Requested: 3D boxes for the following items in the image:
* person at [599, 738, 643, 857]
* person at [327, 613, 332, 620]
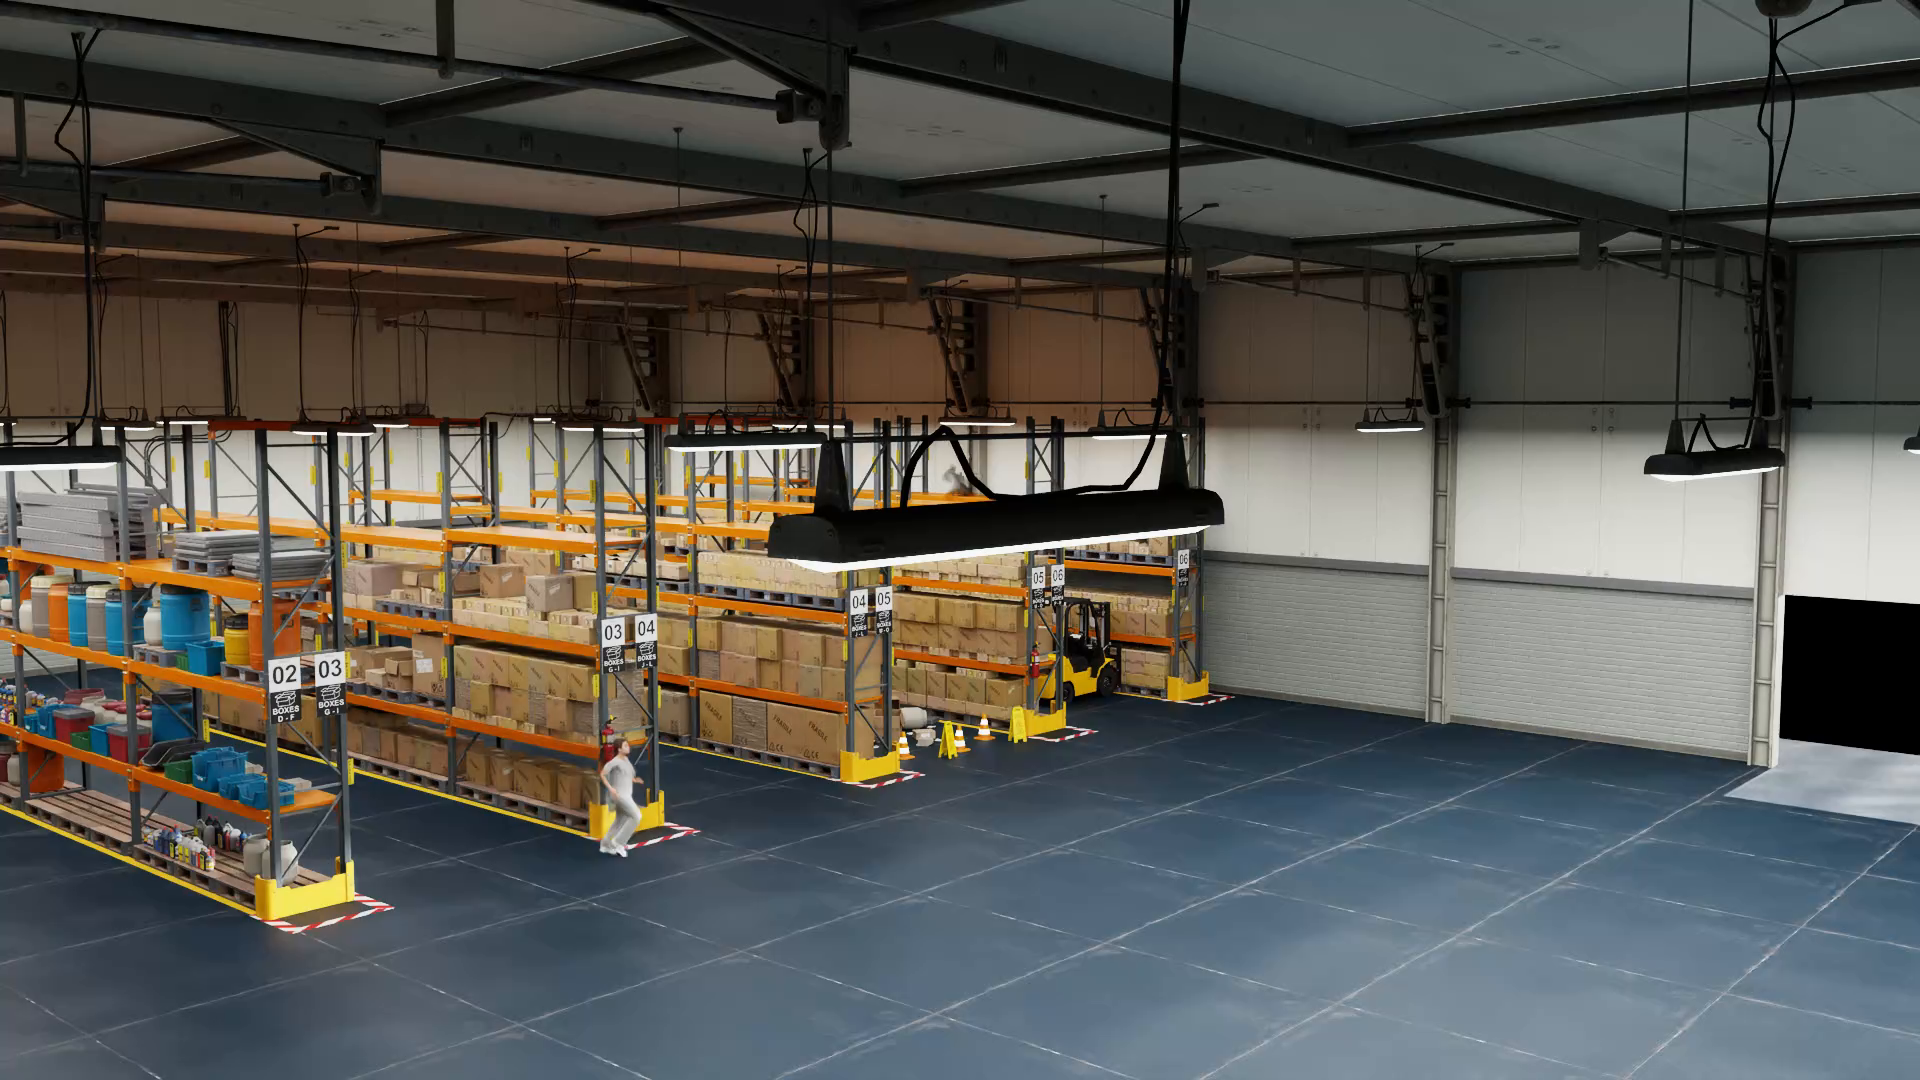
[{"bbox_3d":[-4.718,3.578,23.179,0.643,1.652,0.539,1,5,8],"label":"person"},{"bbox_3d":[-14.886,2.254,38.934,0.682,1.700,0.666,4,6,41],"label":"person"}]
